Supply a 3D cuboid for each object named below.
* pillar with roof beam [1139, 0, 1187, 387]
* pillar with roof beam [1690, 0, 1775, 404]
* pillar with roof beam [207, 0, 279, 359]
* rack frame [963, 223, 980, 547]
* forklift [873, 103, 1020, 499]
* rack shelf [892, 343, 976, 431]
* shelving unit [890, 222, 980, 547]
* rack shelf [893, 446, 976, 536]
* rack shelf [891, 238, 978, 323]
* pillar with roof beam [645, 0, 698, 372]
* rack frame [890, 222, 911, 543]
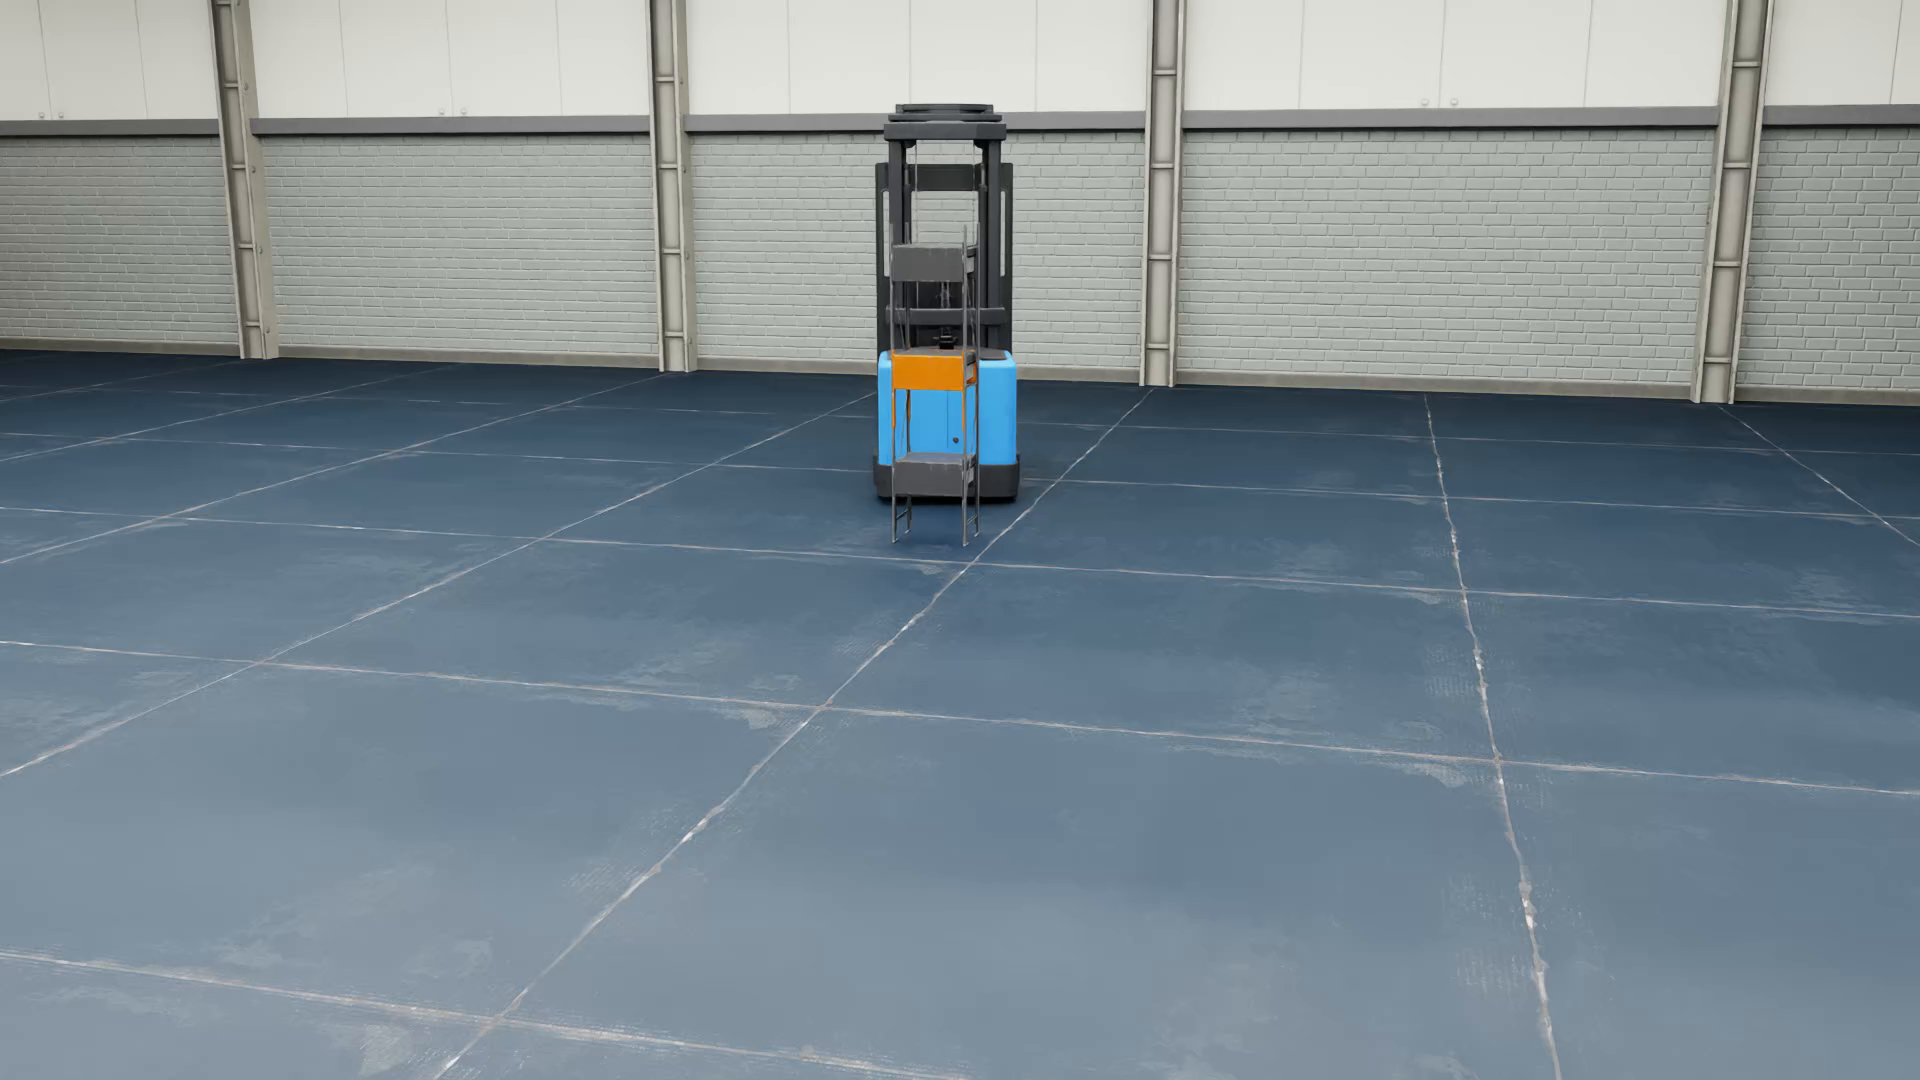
[{"bbox_3d":[1.277,-5.300,14.348,0.400,9.000,9.100,3,13,14],"label":"pillar with roof beam"},{"bbox_3d":[7.102,-4.989,12.945,0.400,9.000,9.100,3,13,14],"label":"pillar with roof beam"},{"bbox_3d":[-10.373,-5.923,17.155,0.400,9.000,9.100,3,13,14],"label":"pillar with roof beam"},{"bbox_3d":[0.076,-1.021,10.988,0.015,2.100,0.400,3,13,14],"label":"rack frame"},{"bbox_3d":[-0.132,-2.007,13.514,1.130,2.935,3.031,0,13,-2],"label":"forklift"},{"bbox_3d":[-0.161,-1.020,11.048,0.480,0.518,0.431,3,13,14],"label":"rack shelf"},{"bbox_3d":[-0.161,-1.034,11.045,0.503,2.100,0.431,3,13,14],"label":"shelving unit"},{"bbox_3d":[-0.161,-0.337,11.200,0.480,0.518,0.431,3,13,14],"label":"rack shelf"},{"bbox_3d":[-0.161,-1.704,10.896,0.480,0.518,0.431,3,13,14],"label":"rack shelf"},{"bbox_3d":[-4.548,-5.612,15.751,0.400,9.000,9.100,3,13,14],"label":"pillar with roof beam"},{"bbox_3d":[-0.398,-1.046,11.102,0.015,2.100,0.400,3,13,14],"label":"rack frame"}]
